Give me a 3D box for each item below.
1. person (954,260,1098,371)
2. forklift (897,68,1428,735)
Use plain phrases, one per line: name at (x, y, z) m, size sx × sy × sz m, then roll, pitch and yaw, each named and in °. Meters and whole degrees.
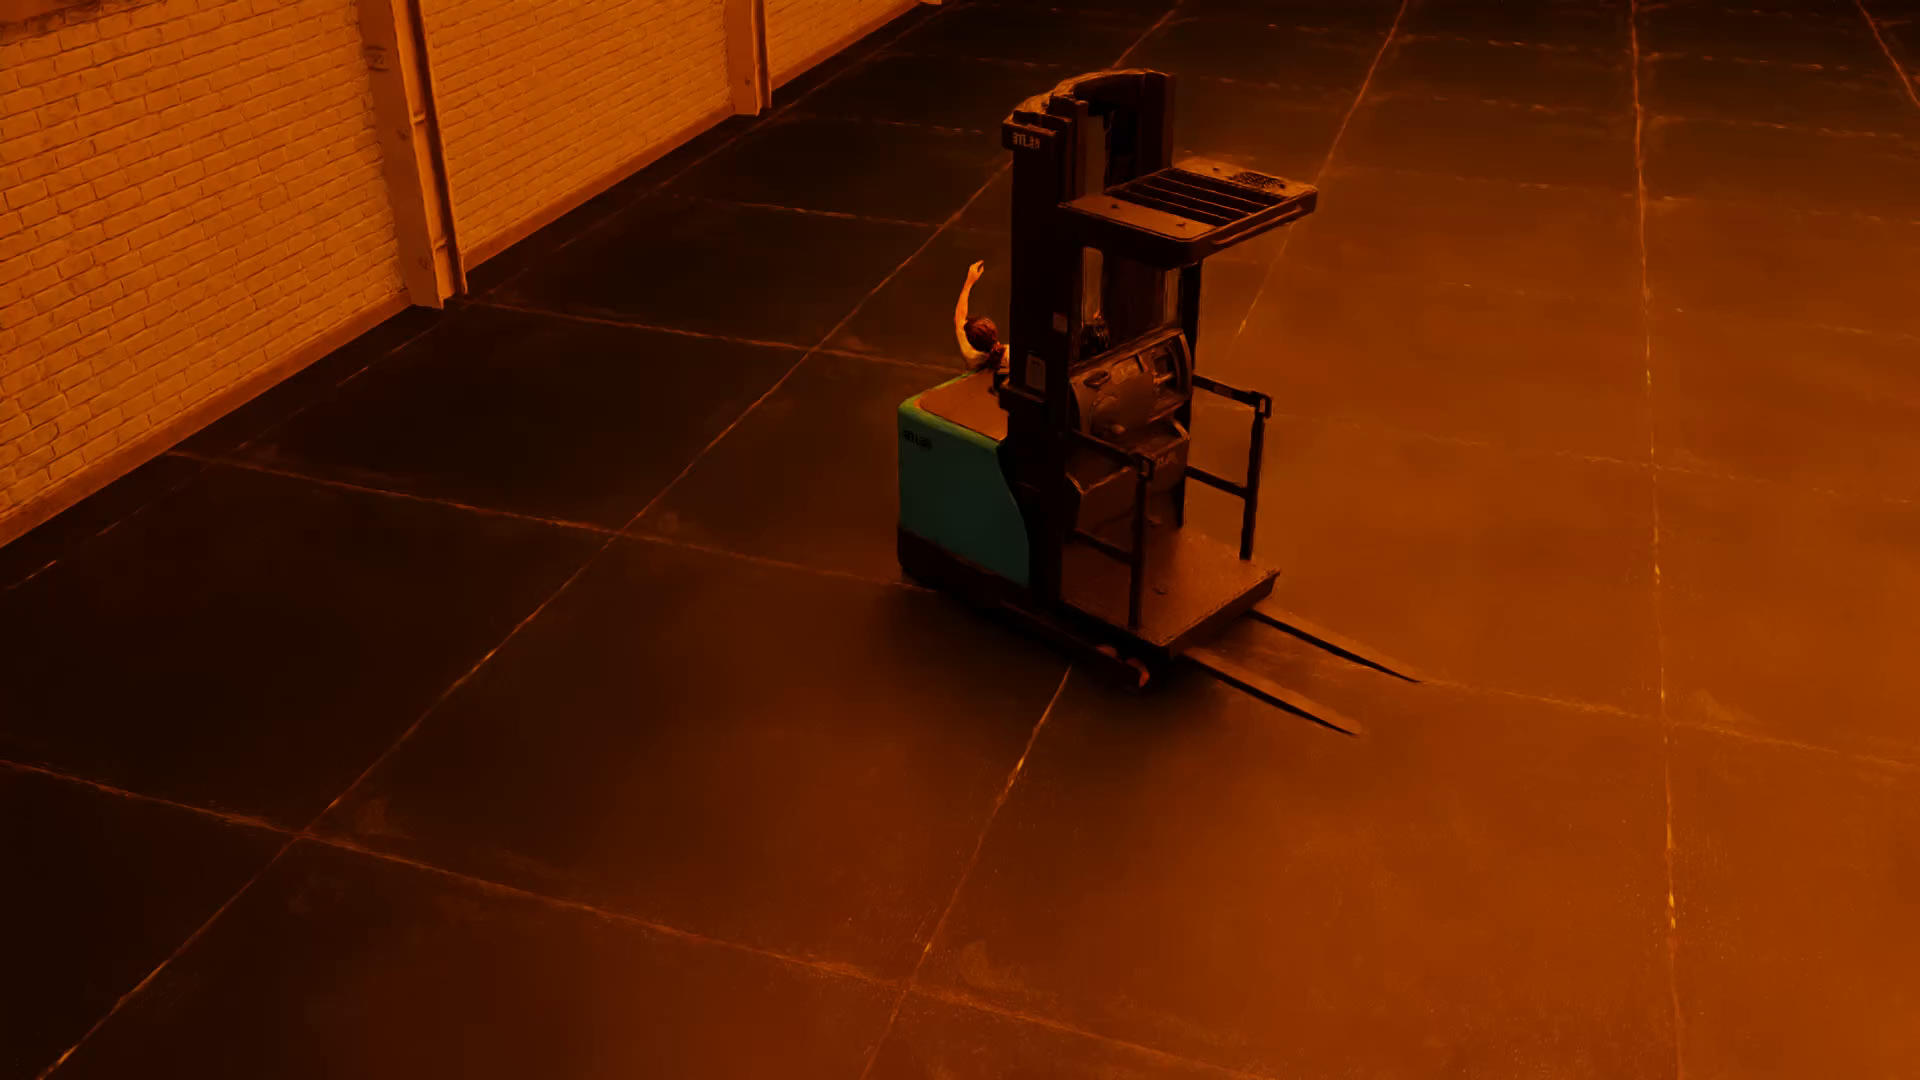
person at (0.392, -0.821, 9.955) m, size 0.951 × 1.541 × 0.654 m, roll 9°, pitch 31°, yaw 16°
forklift at (1.048, -0.779, 8.503) m, size 3.031 × 2.935 × 1.130 m, roll 25°, pitch 38°, yaw 37°
